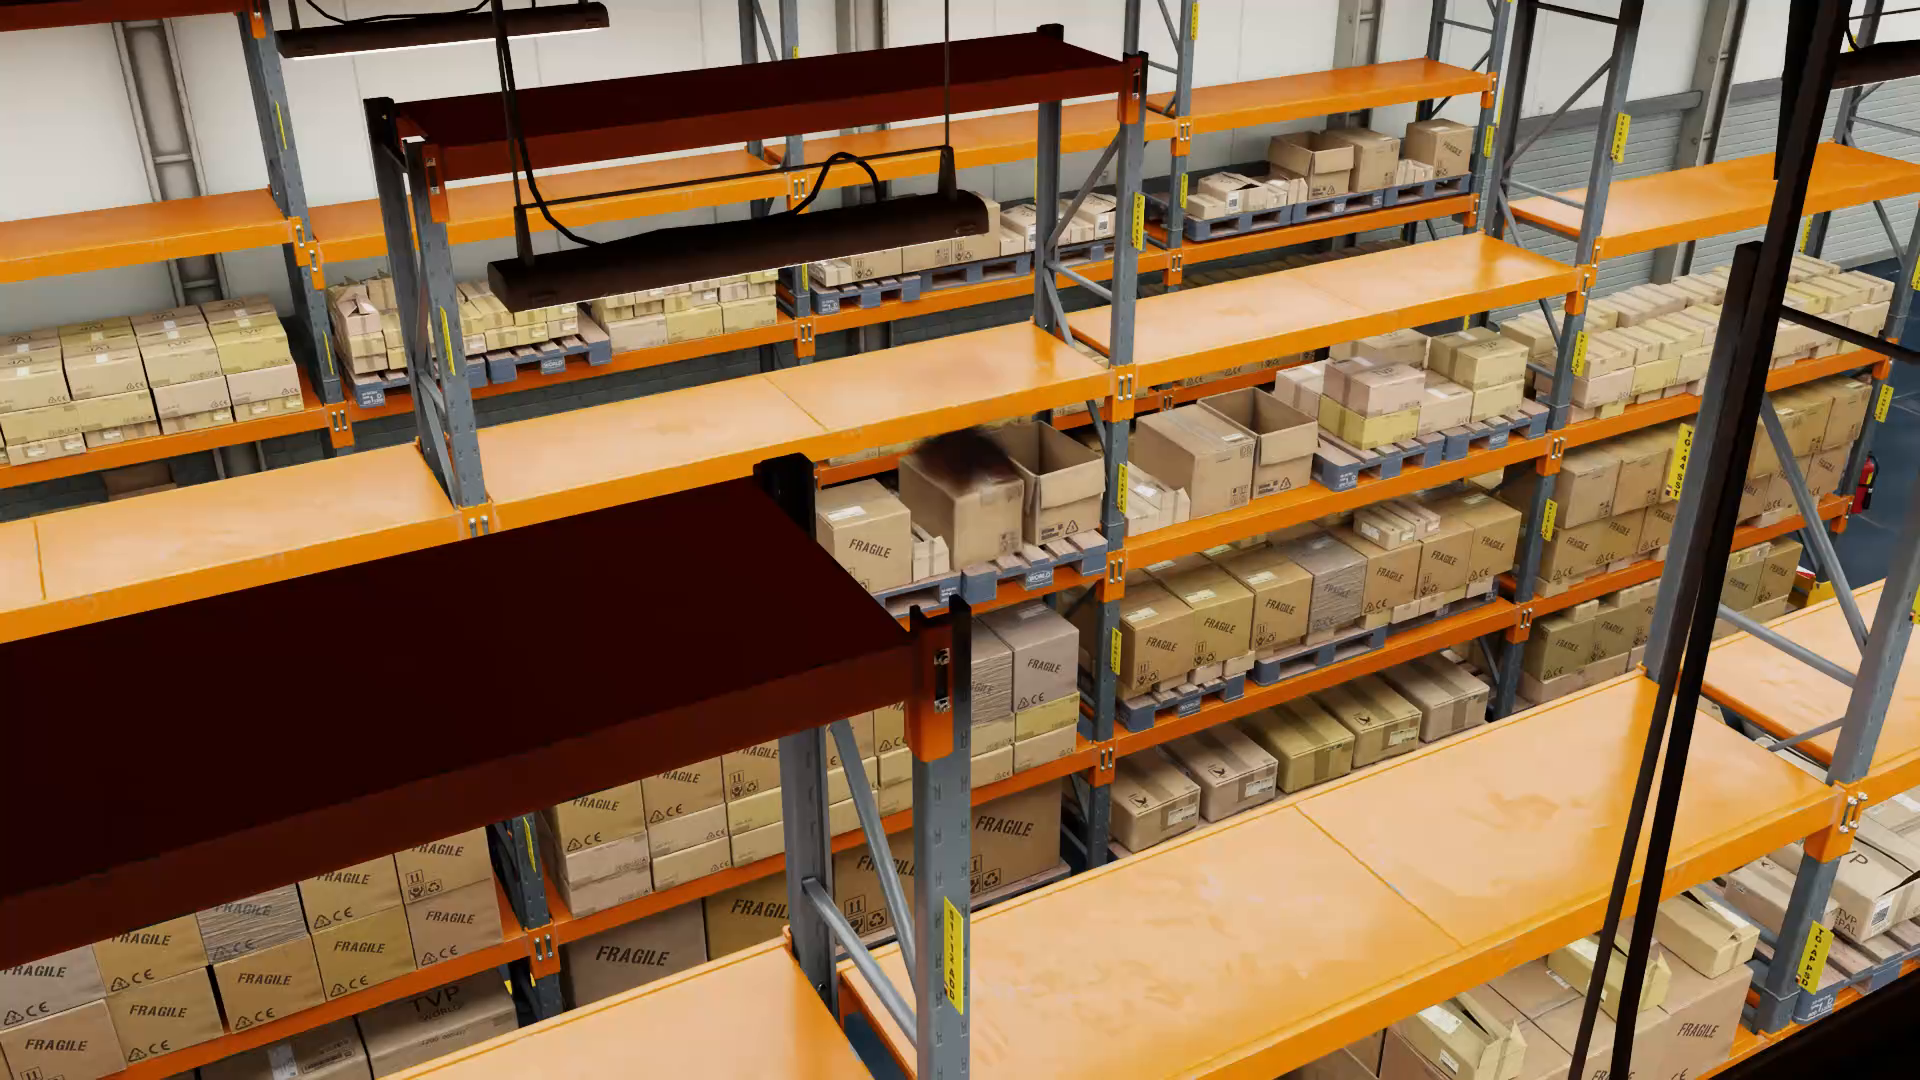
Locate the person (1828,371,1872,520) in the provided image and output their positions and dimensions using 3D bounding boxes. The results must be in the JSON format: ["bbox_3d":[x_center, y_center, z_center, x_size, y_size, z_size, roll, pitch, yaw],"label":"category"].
[{"bbox_3d":[9.157,-1.003,17.184,0.345,1.628,0.508,25,37,38],"label":"person"}]
